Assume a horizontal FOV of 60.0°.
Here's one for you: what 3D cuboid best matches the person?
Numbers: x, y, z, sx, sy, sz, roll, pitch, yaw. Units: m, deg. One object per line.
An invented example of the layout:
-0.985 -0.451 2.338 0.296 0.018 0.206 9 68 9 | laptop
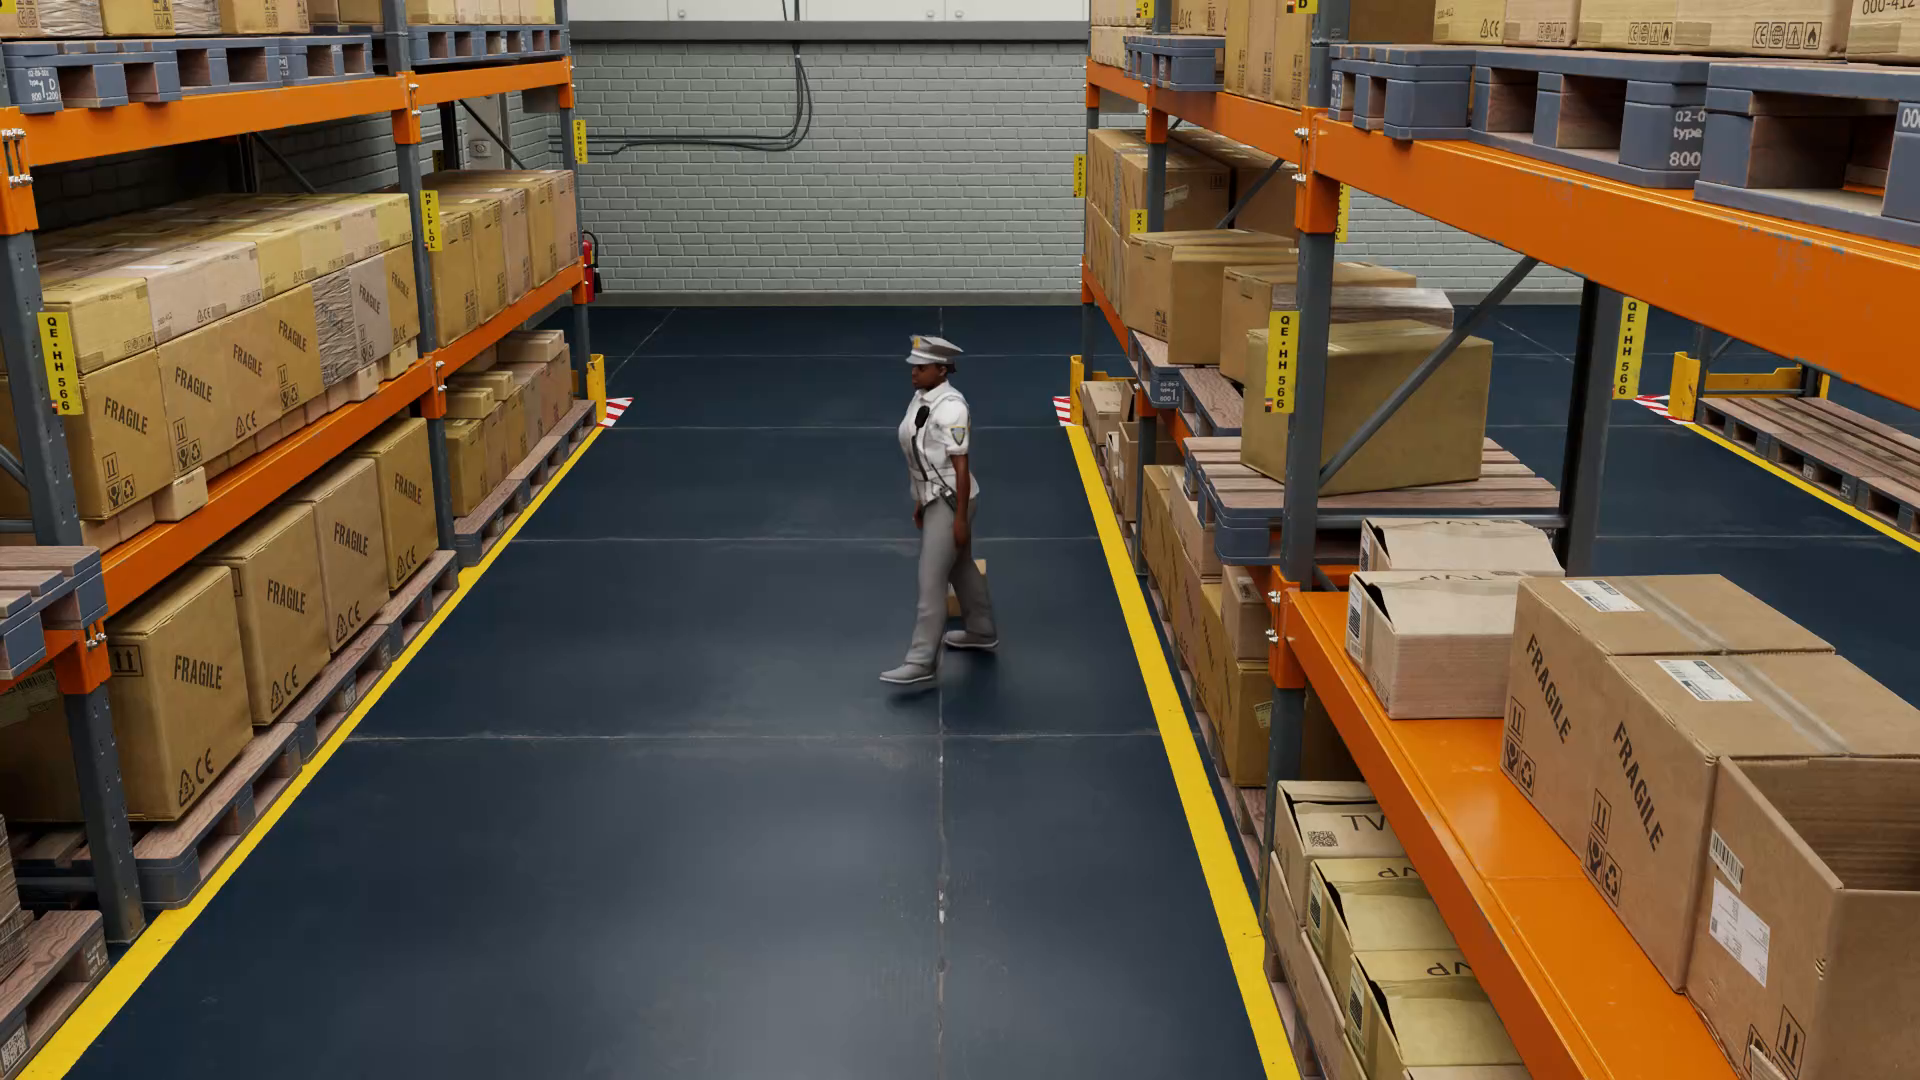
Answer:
-0.117 -0.164 8.002 0.746 1.659 0.662 -6 18 -18 | person
